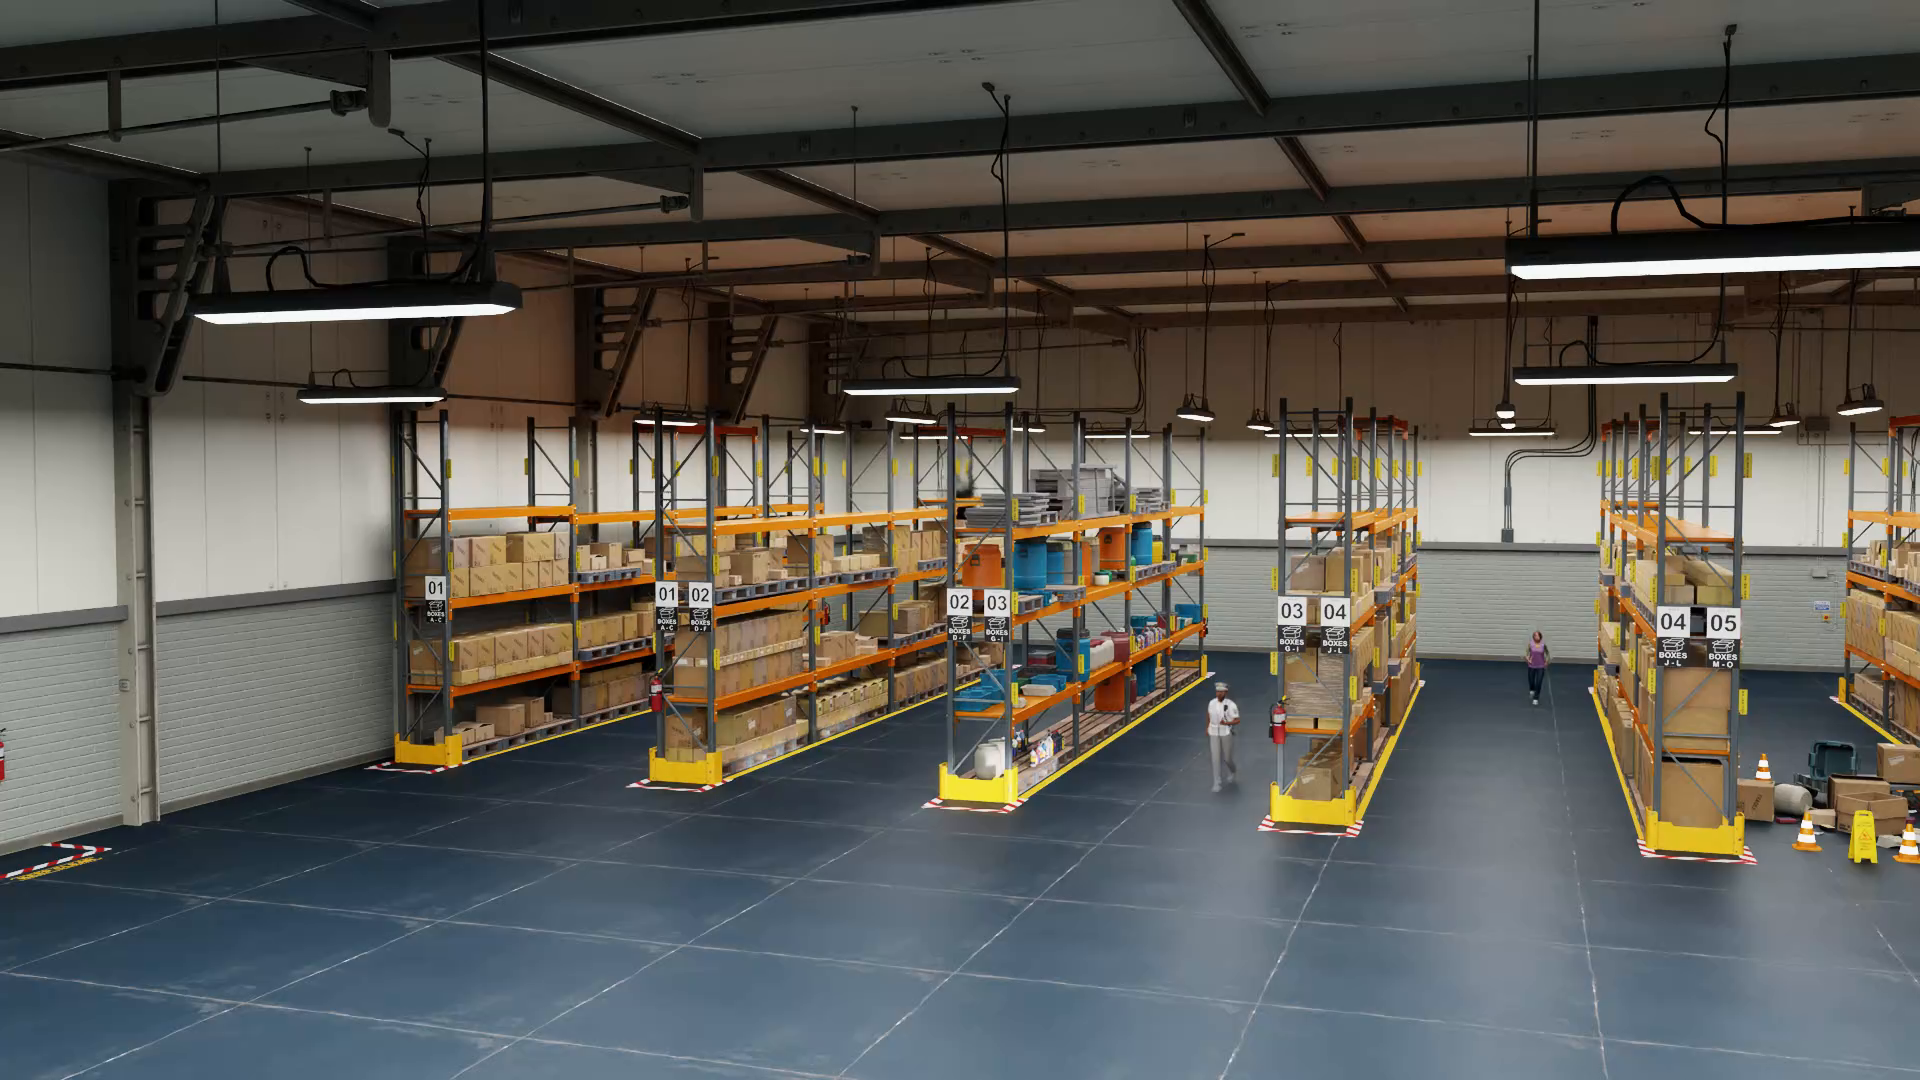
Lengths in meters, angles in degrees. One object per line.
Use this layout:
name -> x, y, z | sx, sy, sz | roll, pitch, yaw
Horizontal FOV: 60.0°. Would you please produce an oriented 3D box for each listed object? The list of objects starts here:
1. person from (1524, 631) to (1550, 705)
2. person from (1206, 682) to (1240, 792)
person -> 12.252, 2.707, 35.322 | 0.535, 1.555, 0.576 | 1, 3, 18
person -> 4.085, 3.033, 25.872 | 0.582, 1.669, 0.873 | 1, 3, 24
